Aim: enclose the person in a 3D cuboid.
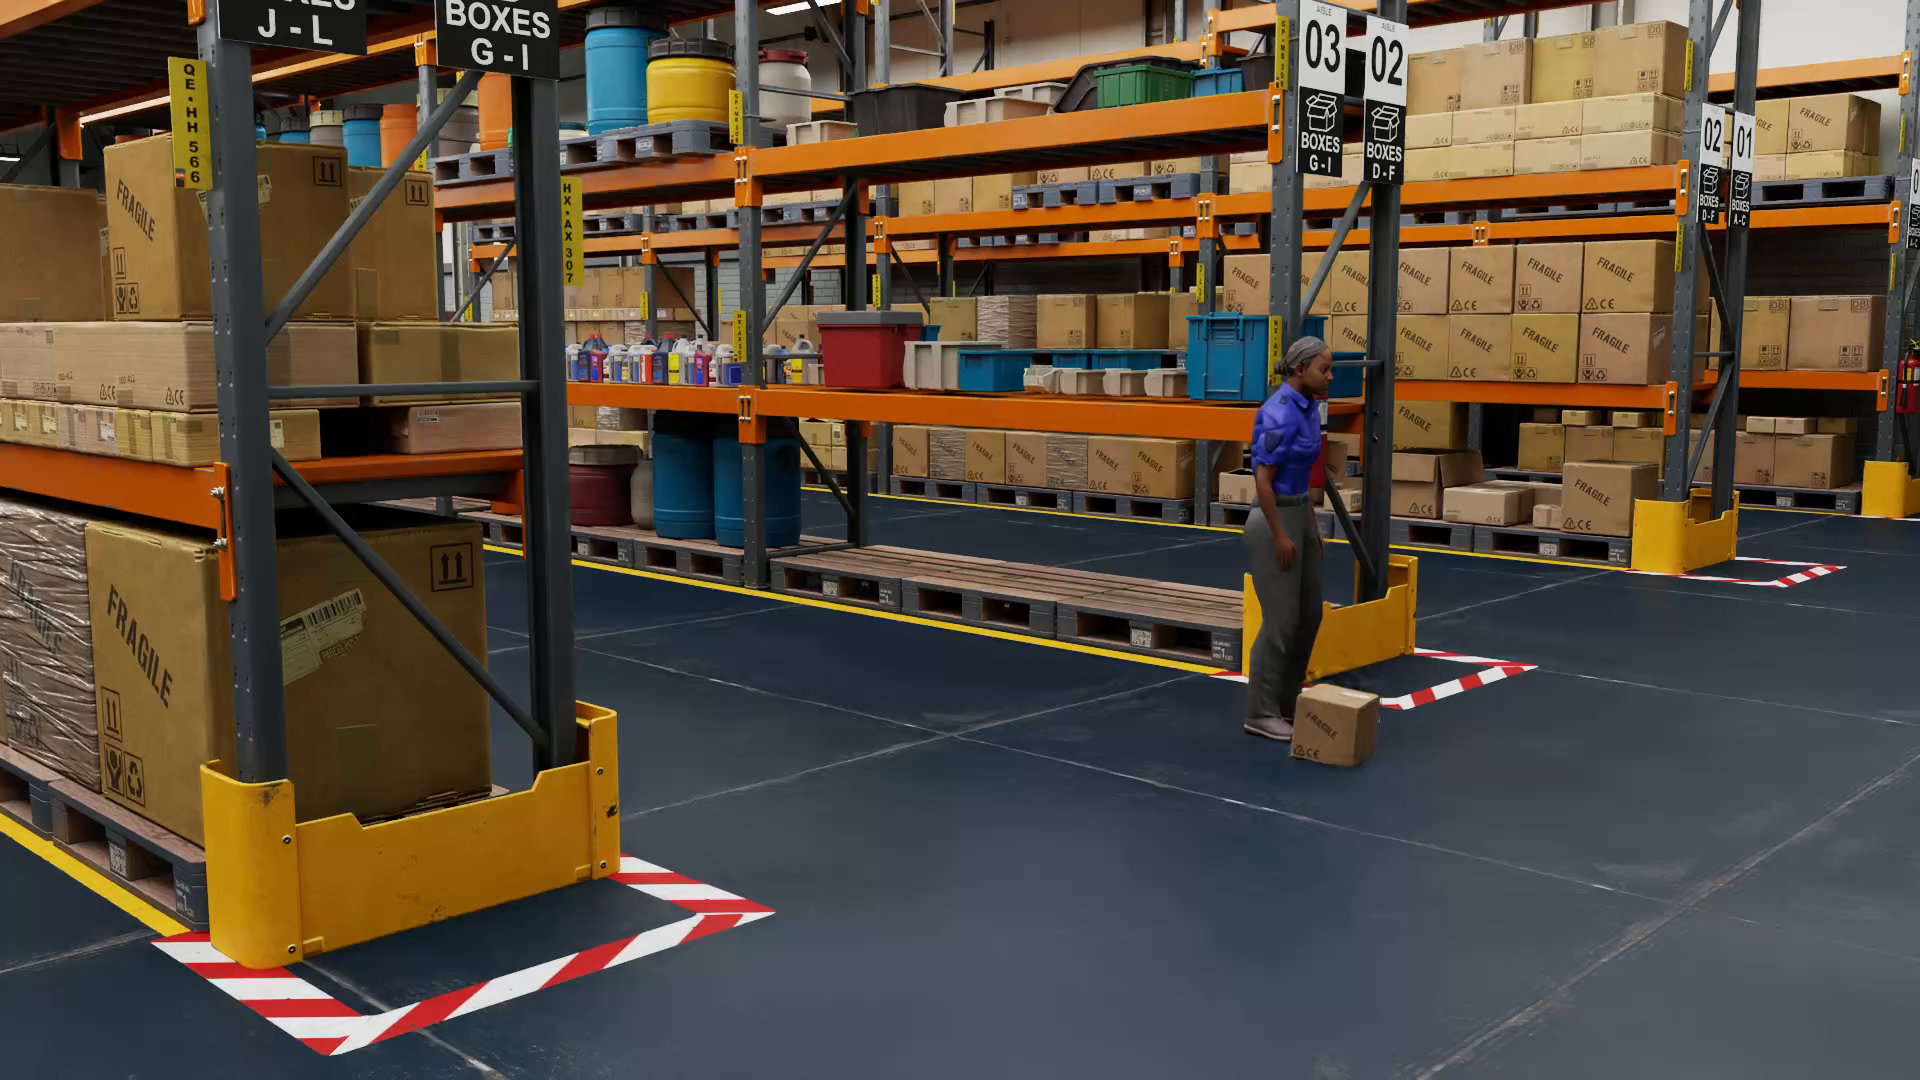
[{"bbox_3d":[1.378,-0.022,6.956,0.345,1.656,0.503,4,8,32],"label":"person"}]
